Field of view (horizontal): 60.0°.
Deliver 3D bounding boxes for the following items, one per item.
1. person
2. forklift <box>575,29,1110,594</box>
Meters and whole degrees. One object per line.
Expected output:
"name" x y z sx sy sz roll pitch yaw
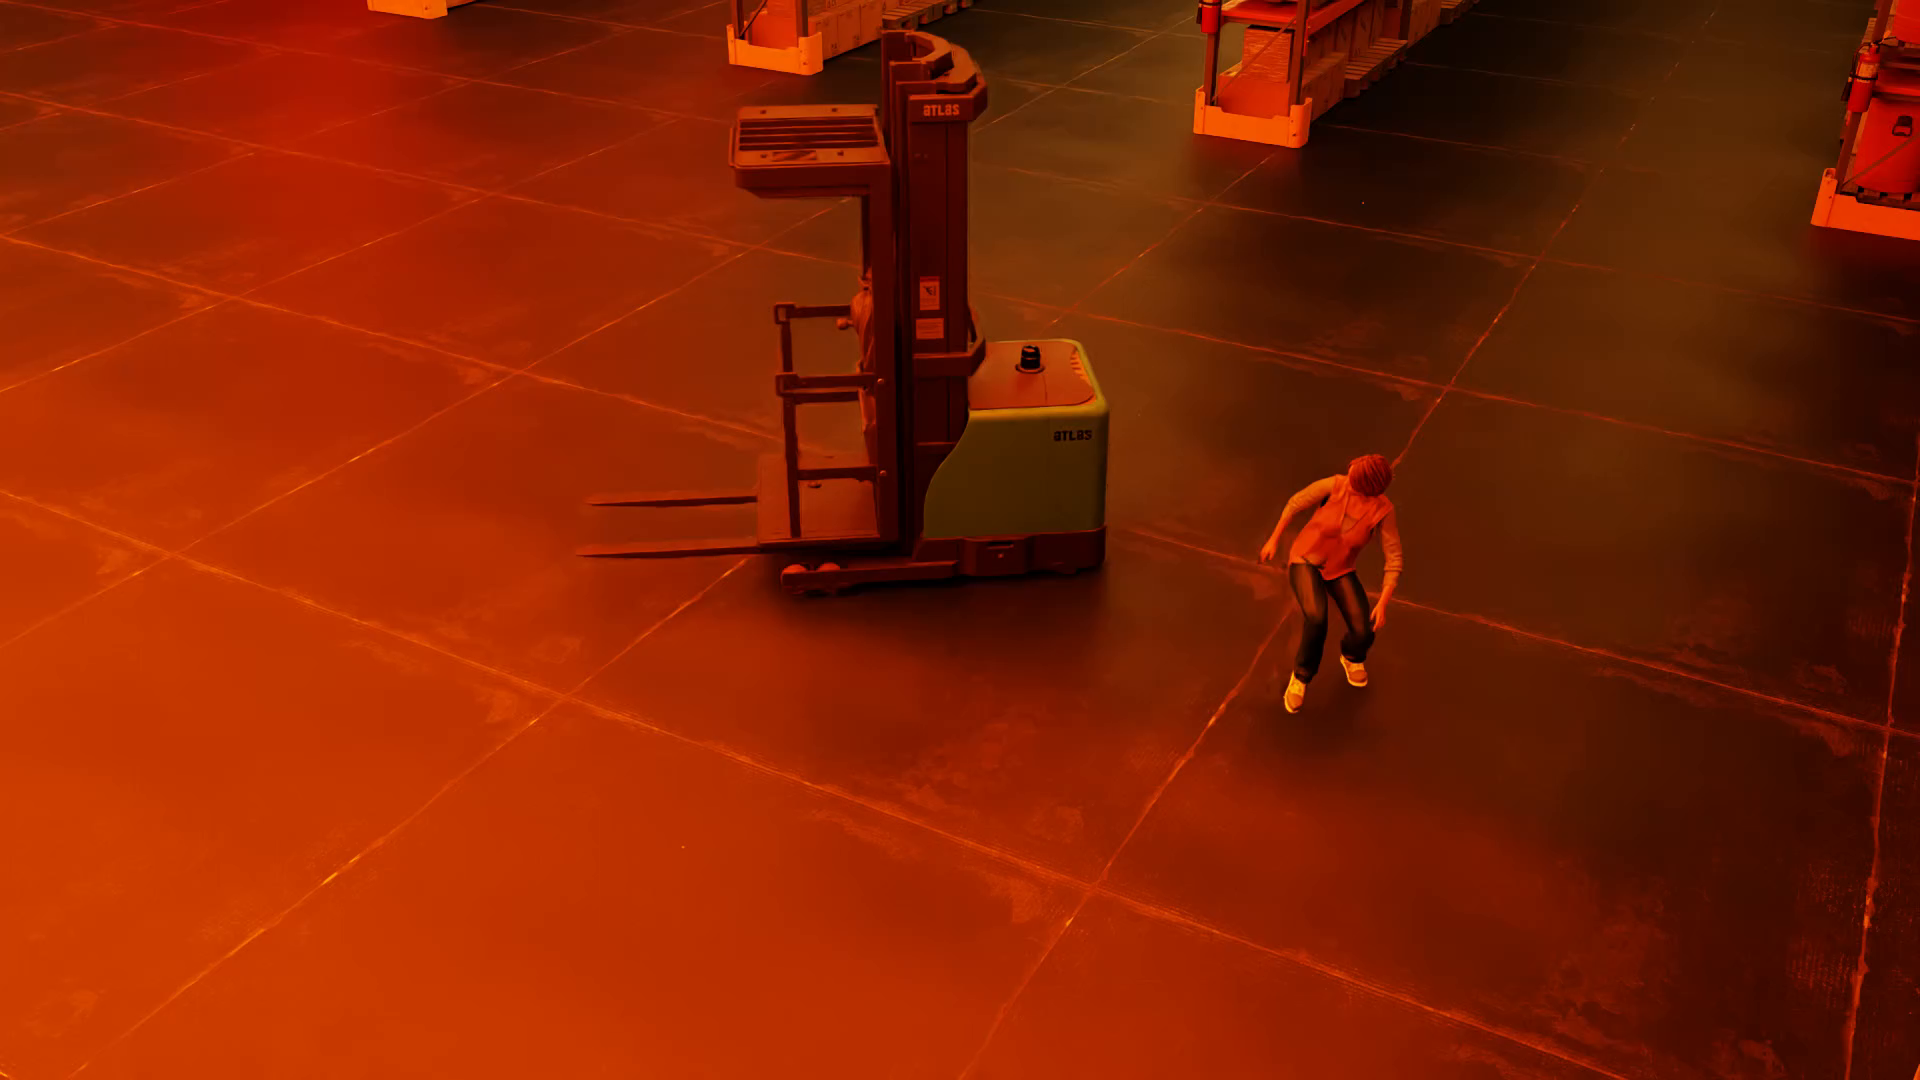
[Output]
"person" 1.853 0.181 8.263 0.649 1.356 0.641 1 30 1
"forklift" -0.707 -1.238 9.215 3.031 2.935 1.130 -3 30 -5
